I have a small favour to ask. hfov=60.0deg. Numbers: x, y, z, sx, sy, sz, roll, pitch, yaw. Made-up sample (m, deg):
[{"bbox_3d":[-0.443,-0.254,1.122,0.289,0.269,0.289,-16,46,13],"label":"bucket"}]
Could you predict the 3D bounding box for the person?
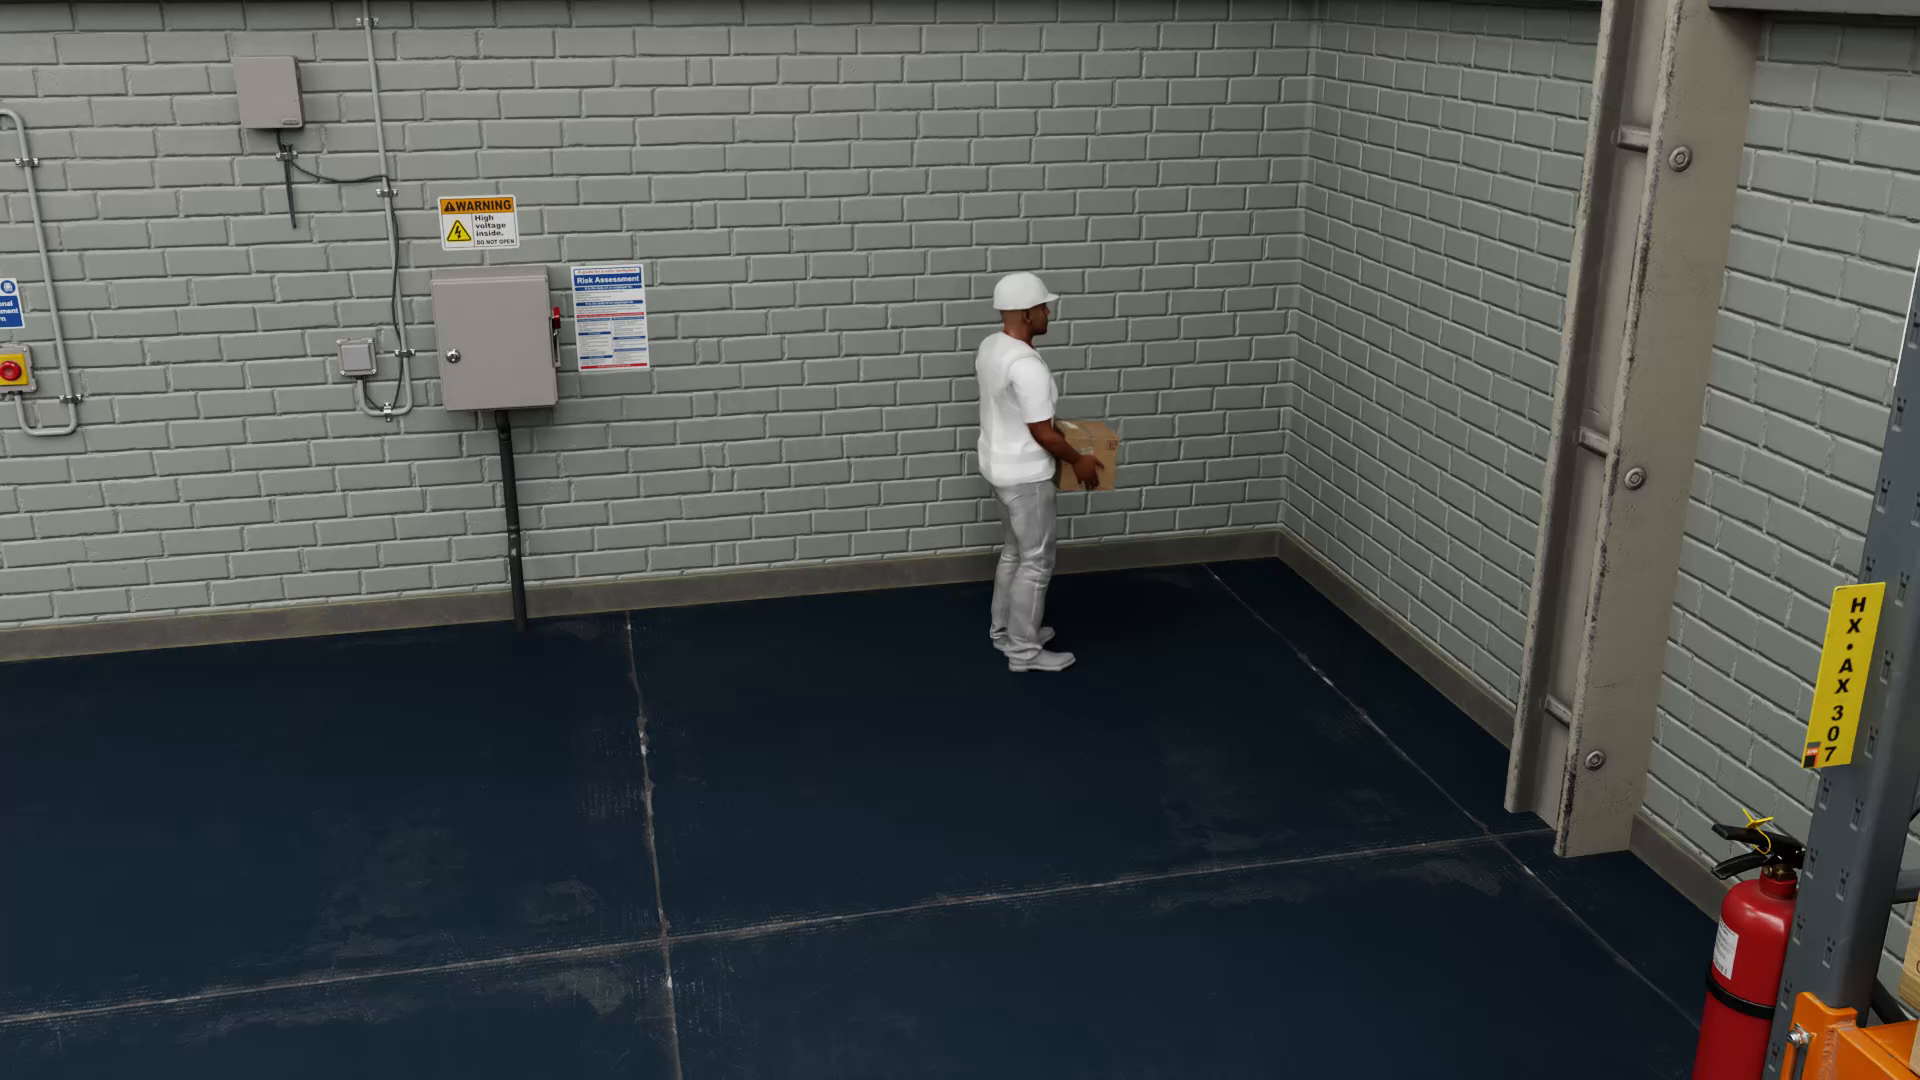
[{"bbox_3d":[0.348,-0.308,7.401,0.532,1.769,0.553,-5,20,-13],"label":"person"}]
